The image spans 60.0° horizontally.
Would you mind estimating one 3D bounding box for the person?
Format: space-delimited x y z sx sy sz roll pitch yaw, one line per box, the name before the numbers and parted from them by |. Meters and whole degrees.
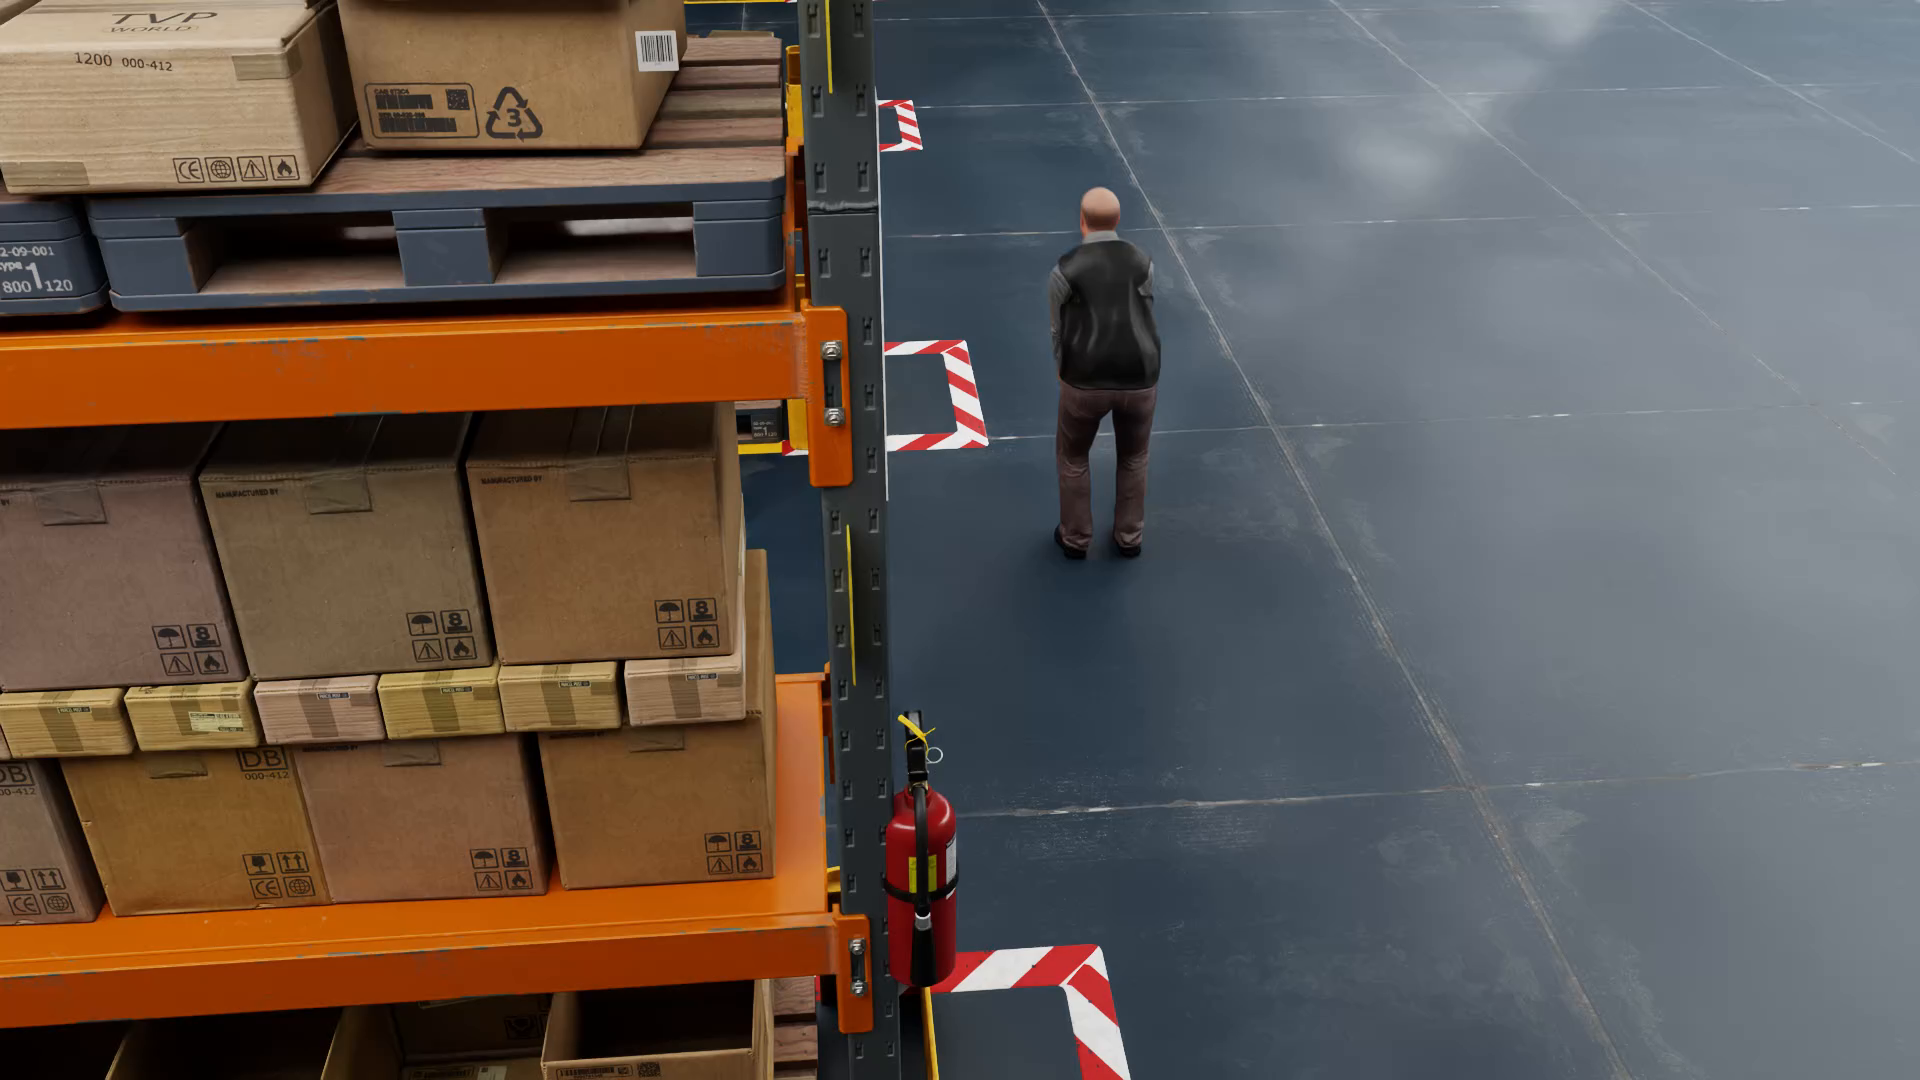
person | 0.627 -0.722 7.440 0.477 1.648 0.614 -3 31 -5
